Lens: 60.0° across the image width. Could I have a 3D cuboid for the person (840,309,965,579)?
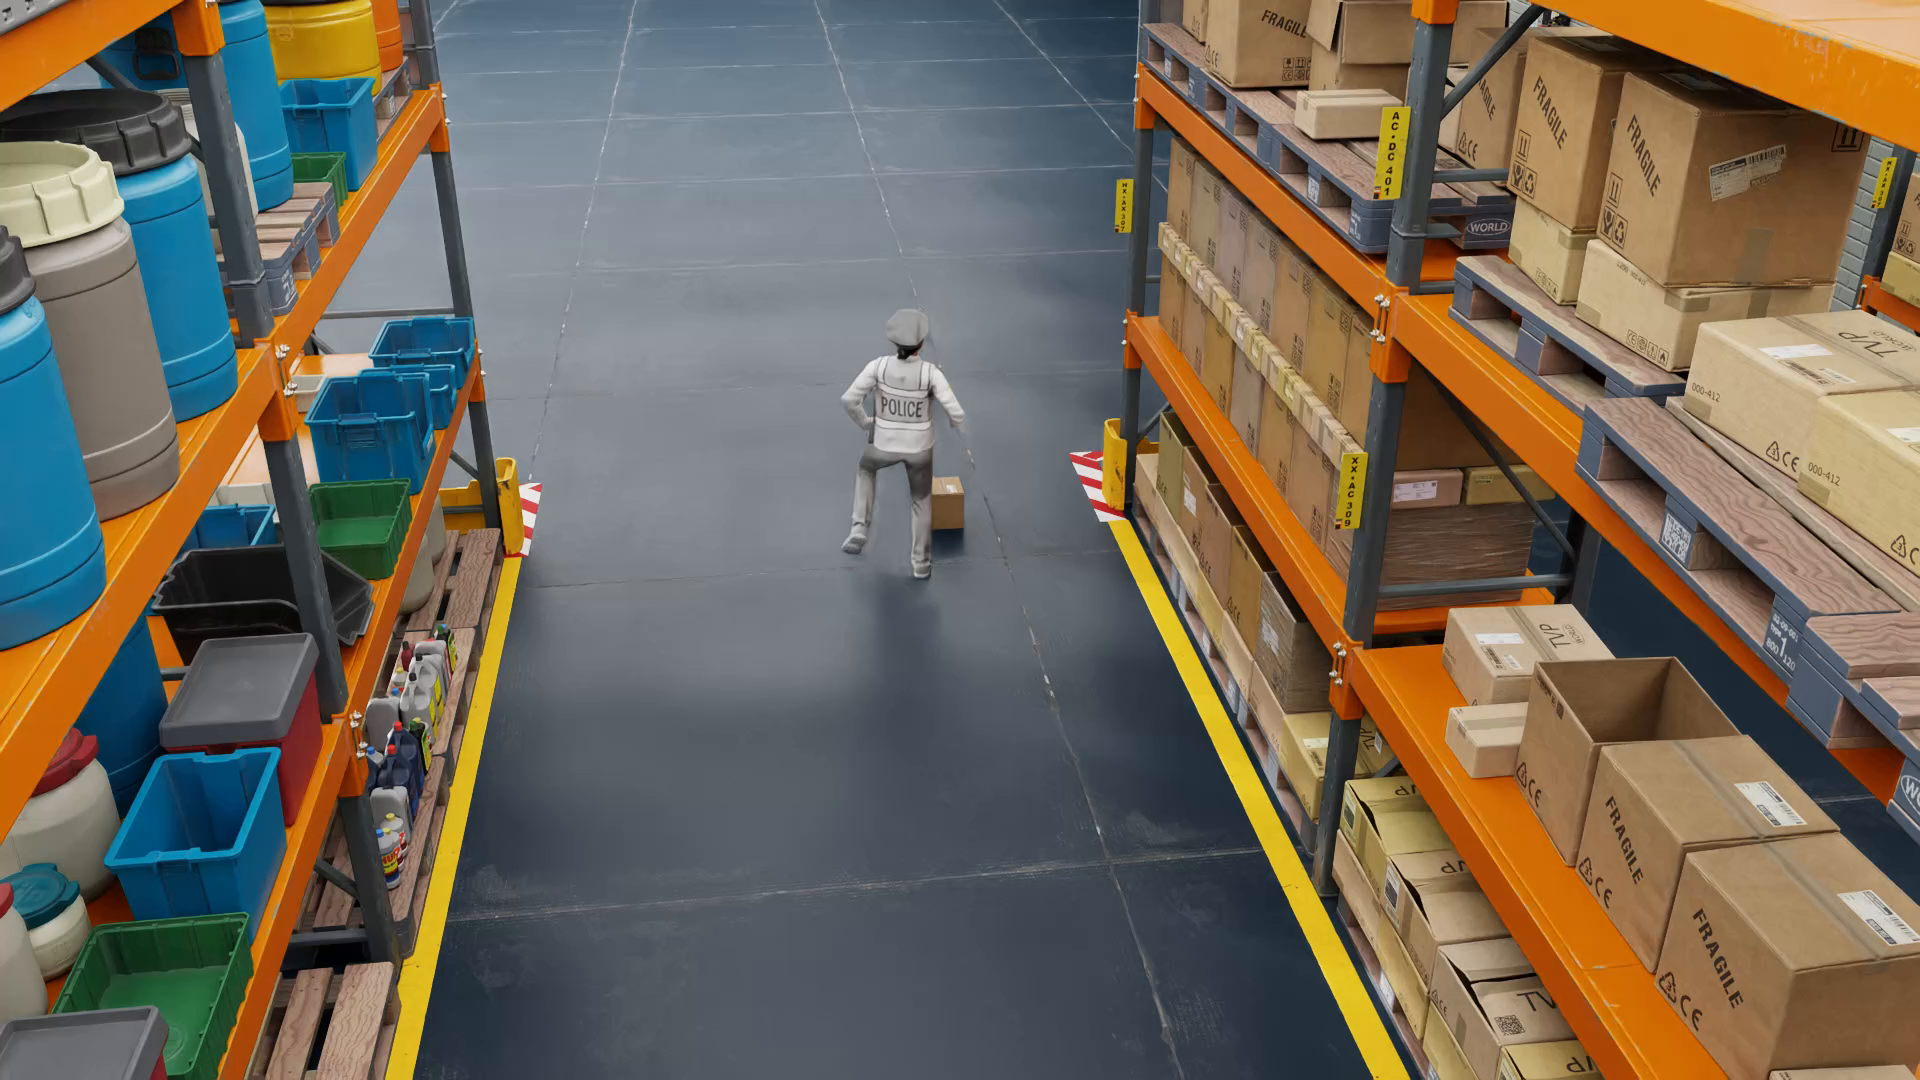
[{"bbox_3d":[-0.348,-0.588,9.773,0.739,1.660,0.520,-1,27,-2],"label":"person"}]
